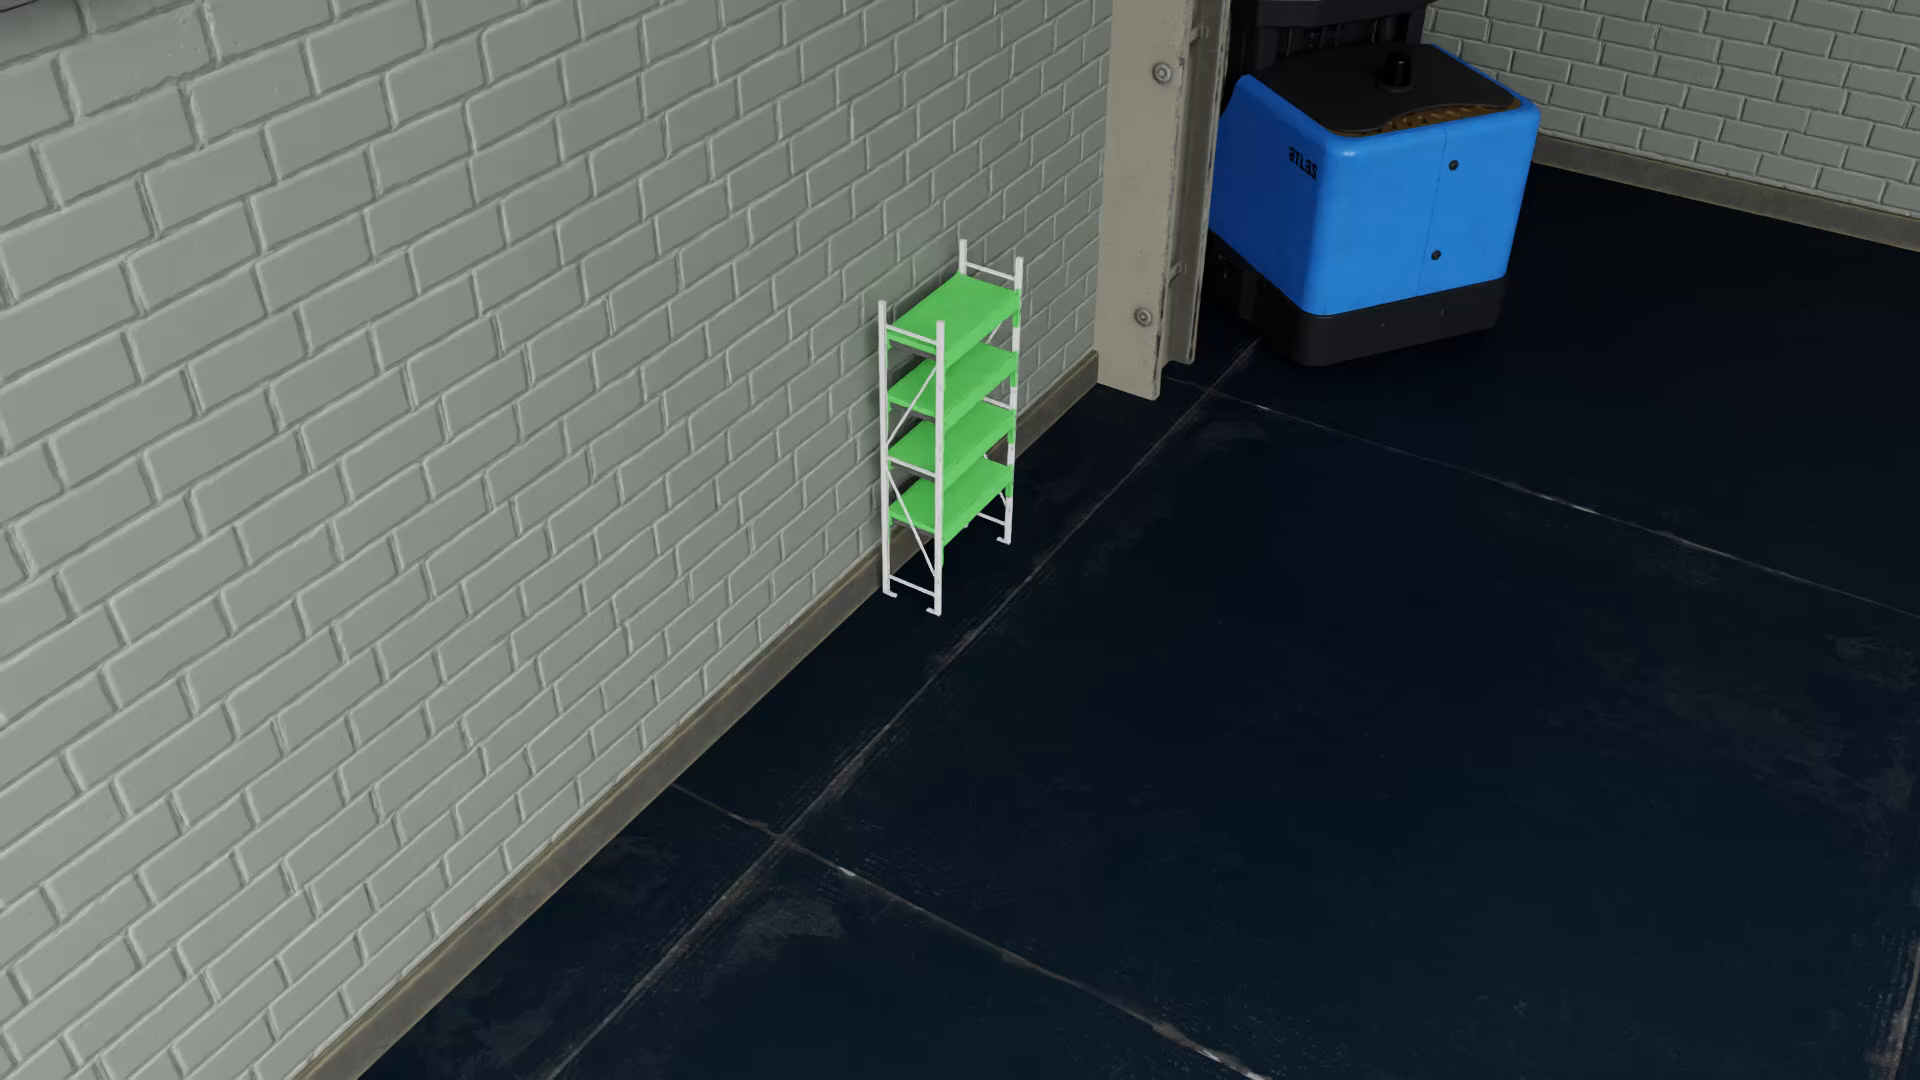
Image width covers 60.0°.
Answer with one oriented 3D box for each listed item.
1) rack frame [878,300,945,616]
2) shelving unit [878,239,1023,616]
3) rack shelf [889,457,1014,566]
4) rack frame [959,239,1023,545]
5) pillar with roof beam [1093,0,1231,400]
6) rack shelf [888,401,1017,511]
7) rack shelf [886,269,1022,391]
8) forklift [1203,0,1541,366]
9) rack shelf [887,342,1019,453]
[{"bbox_3d":[-0.163,-0.245,5.581,0.240,1.200,0.015,22,43,24],"label":"rack frame"},{"bbox_3d":[-0.034,-0.371,5.745,0.258,1.200,0.503,22,43,24],"label":"shelving unit"},{"bbox_3d":[-0.039,-0.133,5.933,0.258,0.148,0.480,22,43,24],"label":"rack shelf"},{"bbox_3d":[0.094,-0.498,5.909,0.240,1.200,0.015,22,43,24],"label":"rack frame"},{"bbox_3d":[4.428,-2.895,2.635,9.100,9.000,0.400,21,42,25],"label":"pillar with roof beam"},{"bbox_3d":[-0.035,-0.321,5.784,0.258,0.148,0.480,22,43,24],"label":"rack shelf"},{"bbox_3d":[-0.028,-0.698,5.488,0.258,0.148,0.480,22,43,24],"label":"rack shelf"},{"bbox_3d":[1.383,-2.801,7.482,1.130,2.935,3.031,-14,40,-17],"label":"forklift"},{"bbox_3d":[-0.032,-0.510,5.636,0.258,0.148,0.480,22,43,24],"label":"rack shelf"}]
